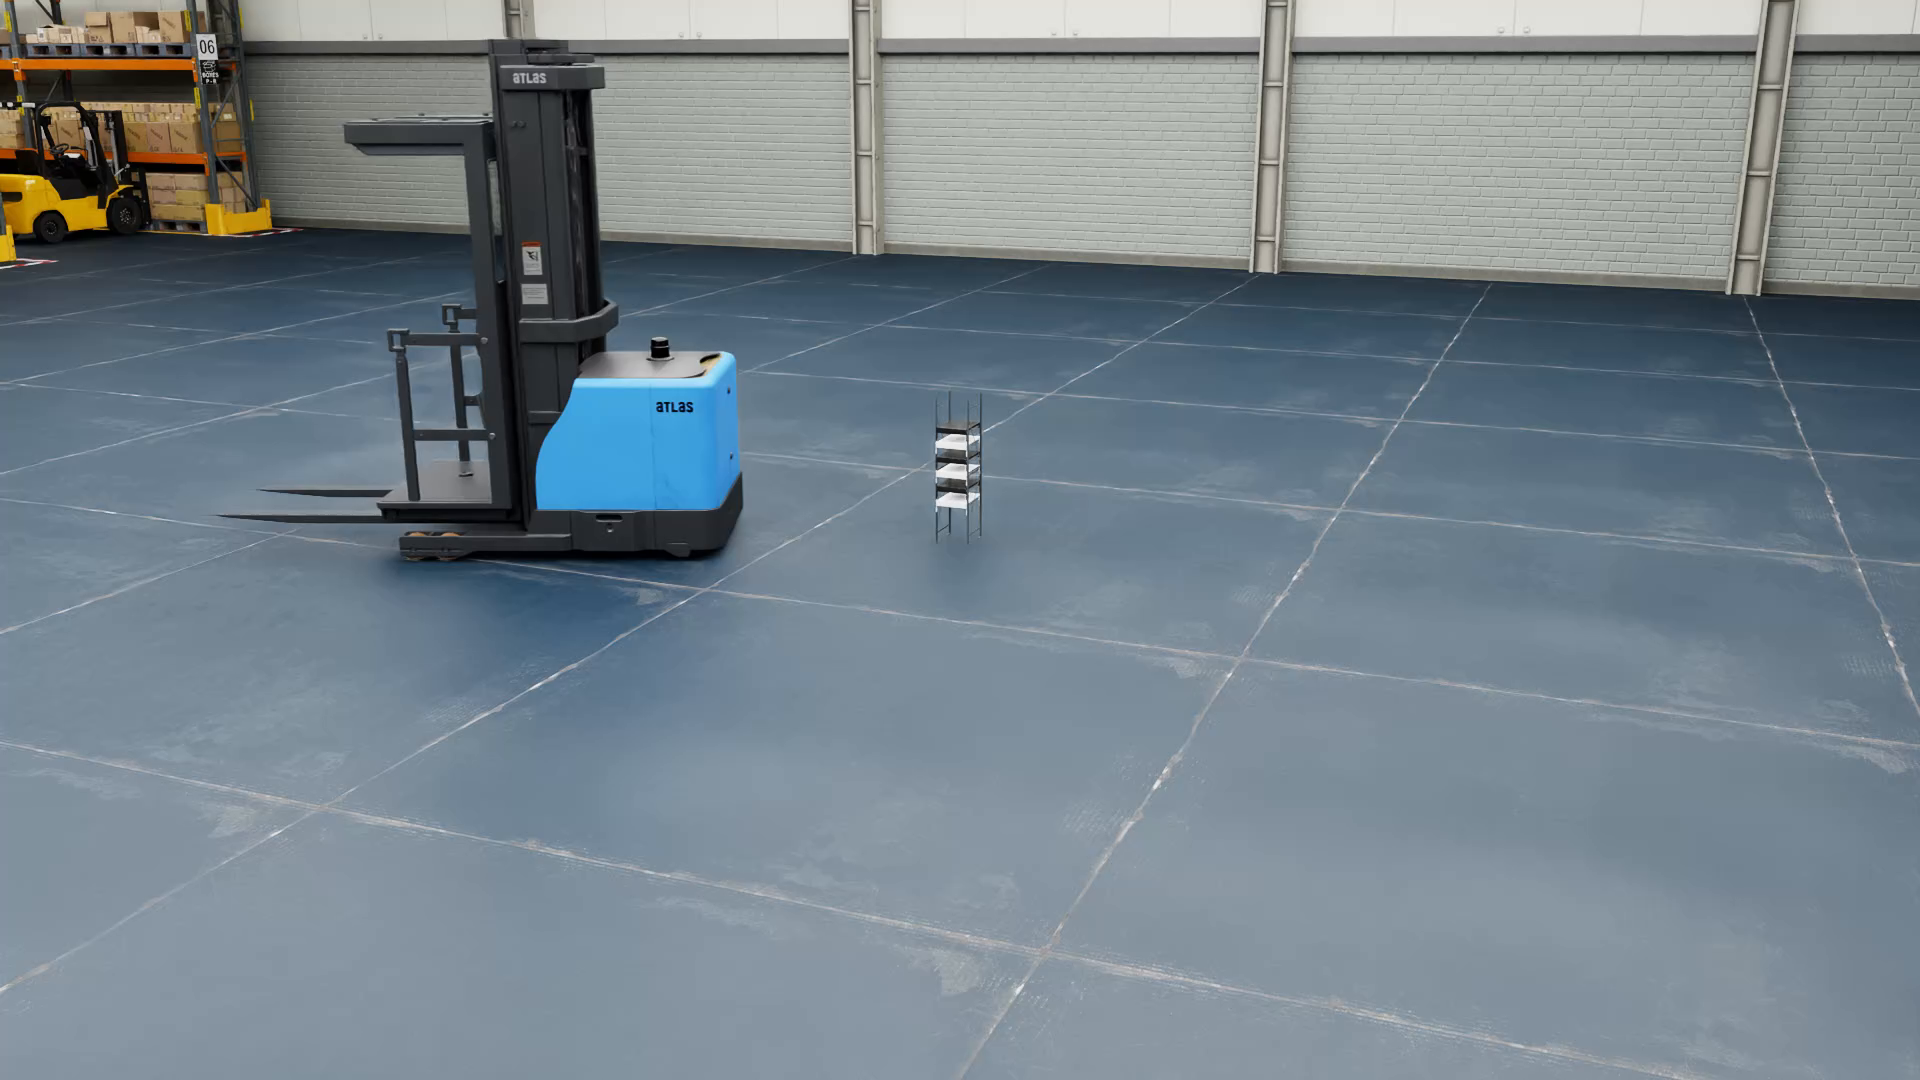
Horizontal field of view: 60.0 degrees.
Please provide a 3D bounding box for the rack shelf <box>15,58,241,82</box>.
[{"bbox_3d":[-14.079,-7.975,28.174,4.000,0.370,1.077,6,17,21],"label":"rack shelf"}]

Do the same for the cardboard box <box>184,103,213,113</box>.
[{"bbox_3d":[-12.629,-7.160,27.579,0.250,0.149,0.380,6,17,21],"label":"cardboard box"}]

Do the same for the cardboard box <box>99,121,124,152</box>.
[{"bbox_3d":[-14.200,-6.862,28.251,0.500,0.500,0.500,6,17,21],"label":"cardboard box"}]

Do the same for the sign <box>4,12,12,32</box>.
[{"bbox_3d":[-16.130,-8.783,28.174,0.005,0.325,0.100,6,17,21],"label":"sign"}]

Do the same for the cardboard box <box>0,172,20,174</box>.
[{"bbox_3d":[-17.148,-6.278,29.923,0.625,0.625,0.875,6,17,20],"label":"cardboard box"}]

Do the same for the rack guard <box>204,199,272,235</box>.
[{"bbox_3d":[-12.196,-5.472,28.127,0.348,0.500,1.175,6,17,21],"label":"rack guard"}]

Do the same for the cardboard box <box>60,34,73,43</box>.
[{"bbox_3d":[-14.919,-8.451,28.041,0.250,0.149,0.380,7,18,22],"label":"cardboard box"}]

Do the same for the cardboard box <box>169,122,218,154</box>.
[{"bbox_3d":[-12.773,-6.706,27.712,0.500,0.500,0.500,6,17,19],"label":"cardboard box"}]

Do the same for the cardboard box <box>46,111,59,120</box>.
[{"bbox_3d":[-15.498,-7.317,28.655,0.250,0.149,0.380,7,17,22],"label":"cardboard box"}]

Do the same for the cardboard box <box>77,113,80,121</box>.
[{"bbox_3d":[-14.800,-7.226,28.341,0.250,0.149,0.380,6,17,20],"label":"cardboard box"}]

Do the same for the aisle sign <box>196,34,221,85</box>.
[{"bbox_3d":[-12.265,-7.841,27.139,0.004,0.787,0.394,6,17,21],"label":"aisle sign"}]

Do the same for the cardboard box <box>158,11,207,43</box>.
[{"bbox_3d":[-12.720,-8.396,27.221,0.500,0.500,0.500,7,18,22],"label":"cardboard box"}]

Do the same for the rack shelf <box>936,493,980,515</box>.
[{"bbox_3d":[-0.008,-0.228,10.111,0.200,0.077,0.258,6,17,21],"label":"rack shelf"}]

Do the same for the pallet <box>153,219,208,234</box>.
[{"bbox_3d":[-12.945,-5.404,28.408,1.213,0.211,1.003,6,17,21],"label":"pallet"}]

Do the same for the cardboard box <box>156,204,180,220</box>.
[{"bbox_3d":[-13.231,-5.576,28.179,0.500,0.250,0.500,6,17,21],"label":"cardboard box"}]

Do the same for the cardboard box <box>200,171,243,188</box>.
[{"bbox_3d":[-12.596,-6.135,28.311,0.500,0.250,0.500,6,17,20],"label":"cardboard box"}]

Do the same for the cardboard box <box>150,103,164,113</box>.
[{"bbox_3d":[-13.328,-7.241,27.861,0.250,0.149,0.380,6,17,21],"label":"cardboard box"}]

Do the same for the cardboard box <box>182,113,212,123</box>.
[{"bbox_3d":[-12.644,-6.998,27.555,0.250,0.149,0.380,7,17,21],"label":"cardboard box"}]

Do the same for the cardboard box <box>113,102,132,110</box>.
[{"bbox_3d":[-14.058,-7.315,28.115,0.250,0.149,0.380,7,17,21],"label":"cardboard box"}]

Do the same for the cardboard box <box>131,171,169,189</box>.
[{"bbox_3d":[-13.712,-6.103,28.200,0.500,0.250,0.500,7,17,21],"label":"cardboard box"}]

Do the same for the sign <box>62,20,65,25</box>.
[{"bbox_3d":[-15.737,-8.955,29.192,0.005,0.325,0.100,6,17,21],"label":"sign"}]

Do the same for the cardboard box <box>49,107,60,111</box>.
[{"bbox_3d":[-15.469,-7.479,28.678,0.250,0.149,0.380,7,17,21],"label":"cardboard box"}]

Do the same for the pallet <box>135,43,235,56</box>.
[{"bbox_3d":[-12.867,-8.152,27.654,1.213,0.211,1.003,6,17,21],"label":"pallet"}]

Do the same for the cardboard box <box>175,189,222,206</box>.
[{"bbox_3d":[-12.786,-5.765,27.935,0.500,0.250,0.500,6,17,20],"label":"cardboard box"}]

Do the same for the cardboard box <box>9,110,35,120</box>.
[{"bbox_3d":[-16.339,-7.421,29.014,0.250,0.149,0.380,7,18,23],"label":"cardboard box"}]

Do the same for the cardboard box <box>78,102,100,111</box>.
[{"bbox_3d":[-14.782,-7.378,28.331,0.250,0.149,0.380,6,17,20],"label":"cardboard box"}]

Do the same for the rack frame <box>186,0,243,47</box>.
[{"bbox_3d":[-12.219,-9.556,26.951,0.127,3.000,1.000,6,17,21],"label":"rack frame"}]

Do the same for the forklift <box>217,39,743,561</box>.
[{"bbox_3d":[-2.904,-1.430,9.843,3.031,2.935,1.130,0,16,1],"label":"forklift"}]

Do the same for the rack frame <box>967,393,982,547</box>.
[{"bbox_3d":[0.087,-0.423,10.015,0.006,0.900,0.240,6,17,21],"label":"rack frame"}]

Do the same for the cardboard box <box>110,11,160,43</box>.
[{"bbox_3d":[-13.636,-8.526,27.671,0.500,0.500,0.700,6,17,21],"label":"cardboard box"}]

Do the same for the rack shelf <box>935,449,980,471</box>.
[{"bbox_3d":[-0.008,-0.487,10.035,0.200,0.077,0.258,6,17,21],"label":"rack shelf"}]

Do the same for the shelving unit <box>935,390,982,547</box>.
[{"bbox_3d":[-0.008,-0.433,10.051,0.210,0.900,0.258,6,17,21],"label":"shelving unit"}]

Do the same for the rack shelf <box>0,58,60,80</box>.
[{"bbox_3d":[-17.800,-8.384,29.584,4.000,0.370,1.077,6,17,21],"label":"rack shelf"}]

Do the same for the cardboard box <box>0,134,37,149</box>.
[{"bbox_3d":[-16.504,-6.996,29.162,0.500,0.250,0.500,7,17,22],"label":"cardboard box"}]

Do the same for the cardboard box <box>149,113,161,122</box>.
[{"bbox_3d":[-13.338,-7.087,27.862,0.250,0.149,0.380,6,17,20],"label":"cardboard box"}]

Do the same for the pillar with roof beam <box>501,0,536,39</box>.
[{"bbox_3d":[-8.534,-8.131,22.041,0.400,9.000,9.100,6,17,21],"label":"pillar with roof beam"}]

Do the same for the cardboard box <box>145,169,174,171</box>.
[{"bbox_3d":[-13.998,-6.293,28.857,0.500,0.250,0.500,6,17,20],"label":"cardboard box"}]

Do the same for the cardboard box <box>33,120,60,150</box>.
[{"bbox_3d":[-15.623,-7.019,28.793,0.500,0.500,0.500,6,17,19],"label":"cardboard box"}]

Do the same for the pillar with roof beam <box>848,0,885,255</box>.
[{"bbox_3d":[-2.952,-7.517,19.927,0.400,9.000,9.100,6,17,21],"label":"pillar with roof beam"}]

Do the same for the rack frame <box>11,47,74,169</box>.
[{"bbox_3d":[-15.940,-7.085,29.197,0.127,3.000,1.000,6,17,21],"label":"rack frame"}]
